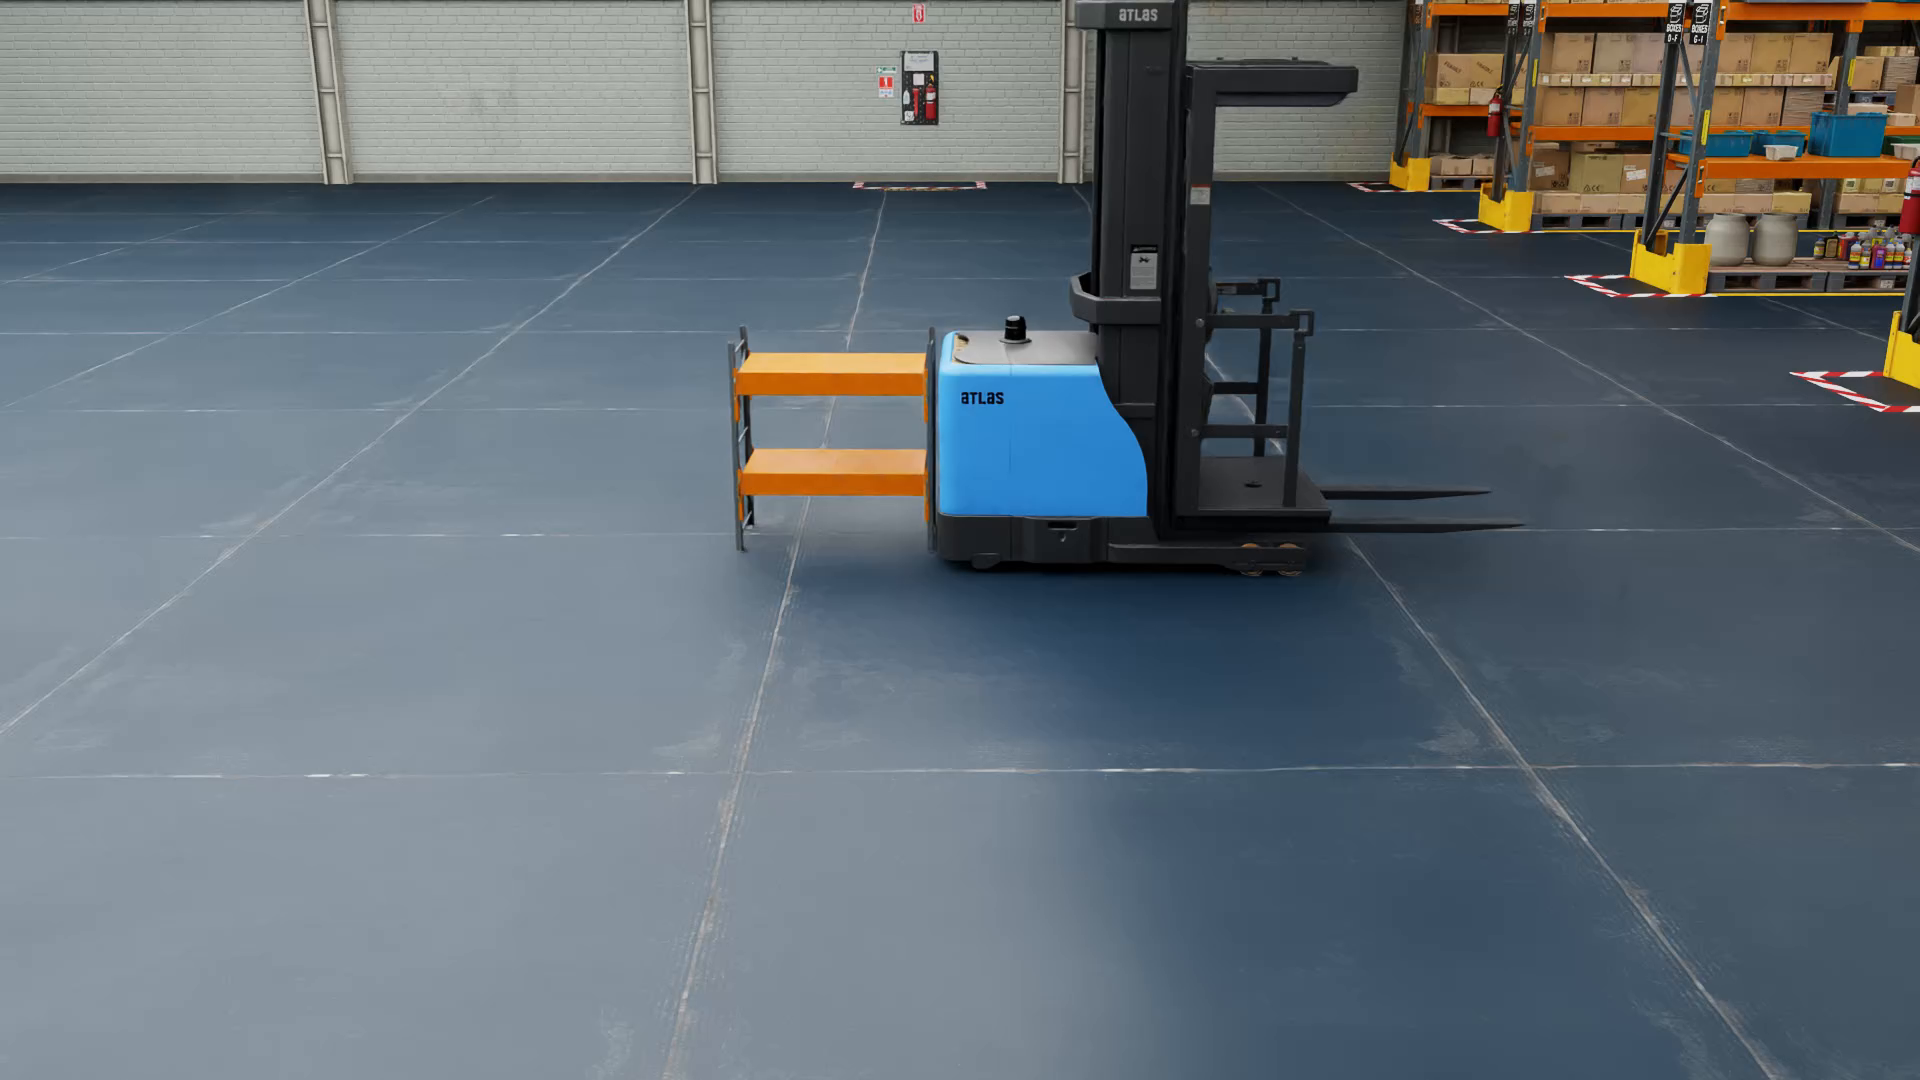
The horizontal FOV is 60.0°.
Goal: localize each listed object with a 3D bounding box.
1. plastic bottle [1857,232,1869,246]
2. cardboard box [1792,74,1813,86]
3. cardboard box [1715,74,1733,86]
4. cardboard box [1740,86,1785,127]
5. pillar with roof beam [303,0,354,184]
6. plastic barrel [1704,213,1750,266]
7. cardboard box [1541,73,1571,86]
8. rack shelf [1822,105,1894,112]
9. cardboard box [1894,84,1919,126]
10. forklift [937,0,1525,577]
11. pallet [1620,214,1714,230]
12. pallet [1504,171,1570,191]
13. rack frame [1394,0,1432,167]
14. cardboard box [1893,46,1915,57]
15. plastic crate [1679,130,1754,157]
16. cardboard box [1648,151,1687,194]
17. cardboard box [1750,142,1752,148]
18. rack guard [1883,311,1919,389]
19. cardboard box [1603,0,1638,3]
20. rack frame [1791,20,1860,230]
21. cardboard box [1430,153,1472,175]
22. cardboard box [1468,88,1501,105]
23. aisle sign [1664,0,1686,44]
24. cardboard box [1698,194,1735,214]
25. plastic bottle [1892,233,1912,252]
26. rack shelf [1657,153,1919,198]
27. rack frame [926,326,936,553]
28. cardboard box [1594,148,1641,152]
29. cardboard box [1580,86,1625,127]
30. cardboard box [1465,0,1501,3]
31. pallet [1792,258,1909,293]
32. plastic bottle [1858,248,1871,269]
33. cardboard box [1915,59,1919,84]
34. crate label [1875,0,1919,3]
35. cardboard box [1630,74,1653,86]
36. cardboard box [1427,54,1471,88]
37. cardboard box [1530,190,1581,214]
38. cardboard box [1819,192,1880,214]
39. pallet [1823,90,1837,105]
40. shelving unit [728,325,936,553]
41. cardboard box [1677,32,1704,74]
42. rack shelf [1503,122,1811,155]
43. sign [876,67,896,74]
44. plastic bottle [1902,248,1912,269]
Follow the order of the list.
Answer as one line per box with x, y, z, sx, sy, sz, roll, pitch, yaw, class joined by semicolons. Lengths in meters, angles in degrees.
9.510;-3.122;17.608;0.135;0.276;0.152;-1;18;-2;plastic bottle
10.698;-5.894;21.286;0.250;0.149;0.380;-1;18;-2;cardboard box
9.676;-5.889;21.270;0.250;0.149;0.380;0;18;1;cardboard box
10.243;-5.644;21.568;0.500;0.500;0.700;0;18;-1;cardboard box
-10.111;-8.822;21.815;0.400;9.000;9.100;0;18;-1;pillar with roof beam
7.946;-3.115;17.233;0.421;0.512;0.421;0;18;0;plastic barrel
7.610;-5.879;21.237;0.250;0.149;0.380;0;18;-1;cardboard box
13.132;-6.785;26.467;4.000;0.370;1.077;0;18;-1;rack shelf
12.509;-5.654;21.599;0.500;0.500;0.500;1;18;3;cardboard box
1.404;-1.373;8.529;3.031;2.935;1.130;0;18;1;forklift
9.195;-4.280;22.043;1.213;0.211;1.003;0;18;-1;pallet
9.238;-5.770;26.688;1.213;0.211;1.003;0;18;-1;pallet
7.133;-7.099;26.267;0.127;3.000;1.000;0;18;-1;rack frame
14.787;-7.693;26.172;0.250;0.149;0.380;-3;18;-8;cardboard box
7.785;-4.096;17.149;0.616;0.251;0.499;0;18;-1;plastic crate
9.254;-4.775;21.608;0.500;0.500;0.500;0;18;-1;cardboard box
12.384;-6.164;26.724;0.500;0.500;0.700;-1;18;-2;cardboard box
7.443;-1.371;12.502;0.348;0.500;1.175;0;18;-1;rack guard
10.125;-8.527;25.612;0.500;0.500;0.500;-2;18;-6;cardboard box
11.214;-5.605;21.610;0.127;3.000;1.000;0;18;-1;rack frame
7.826;-6.004;26.535;0.500;0.311;0.500;-2;18;-7;cardboard box
8.144;-6.949;26.013;0.500;0.250;0.500;-1;18;-3;cardboard box
7.212;-5.401;16.719;0.004;0.787;0.394;0;18;-1;aisle sign
9.754;-4.421;21.732;0.500;0.250;0.500;0;18;-1;cardboard box
9.889;-3.080;17.476;0.135;0.276;0.152;0;18;-1;plastic bottle
9.289;-3.740;16.974;4.000;0.370;1.077;0;18;-1;rack shelf
-0.153;-0.541;8.892;0.032;1.125;0.500;0;18;1;rack frame
8.746;-4.937;22.112;0.500;0.500;0.500;0;18;-1;cardboard box
8.207;-5.636;21.542;0.500;0.500;0.700;0;18;1;cardboard box
8.008;-8.501;25.531;0.500;0.500;0.500;1;18;3;cardboard box
9.393;-2.767;17.329;1.213;0.211;1.003;0;18;-1;pallet
9.210;-2.864;16.927;0.097;0.201;0.097;0;18;0;plastic bottle
15.600;-7.419;26.581;0.500;0.500;0.500;0;18;-1;cardboard box
9.166;-5.339;16.112;0.408;0.251;0.502;0;18;-1;crate label
8.642;-5.884;21.254;0.250;0.149;0.380;-1;18;-3;cardboard box
7.615;-7.305;25.893;0.500;0.500;0.500;0;18;-1;cardboard box
7.754;-4.411;21.702;0.500;0.250;0.500;0;18;-1;cardboard box
11.621;-4.422;21.736;0.500;0.250;0.500;-1;18;-2;cardboard box
13.153;-7.024;26.347;1.213;0.211;1.003;0;18;-1;pallet
-0.661;-0.543;8.899;1.048;1.125;0.538;0;18;1;shelving unit
9.265;-6.259;21.362;0.500;0.500;0.700;0;18;-1;cardboard box
9.214;-5.253;21.690;4.000;0.370;1.077;0;18;-1;rack shelf
-1.202;-7.633;27.005;0.331;0.109;0.001;0;18;-1;sign
9.649;-2.866;16.933;0.097;0.201;0.097;0;18;0;plastic bottle
